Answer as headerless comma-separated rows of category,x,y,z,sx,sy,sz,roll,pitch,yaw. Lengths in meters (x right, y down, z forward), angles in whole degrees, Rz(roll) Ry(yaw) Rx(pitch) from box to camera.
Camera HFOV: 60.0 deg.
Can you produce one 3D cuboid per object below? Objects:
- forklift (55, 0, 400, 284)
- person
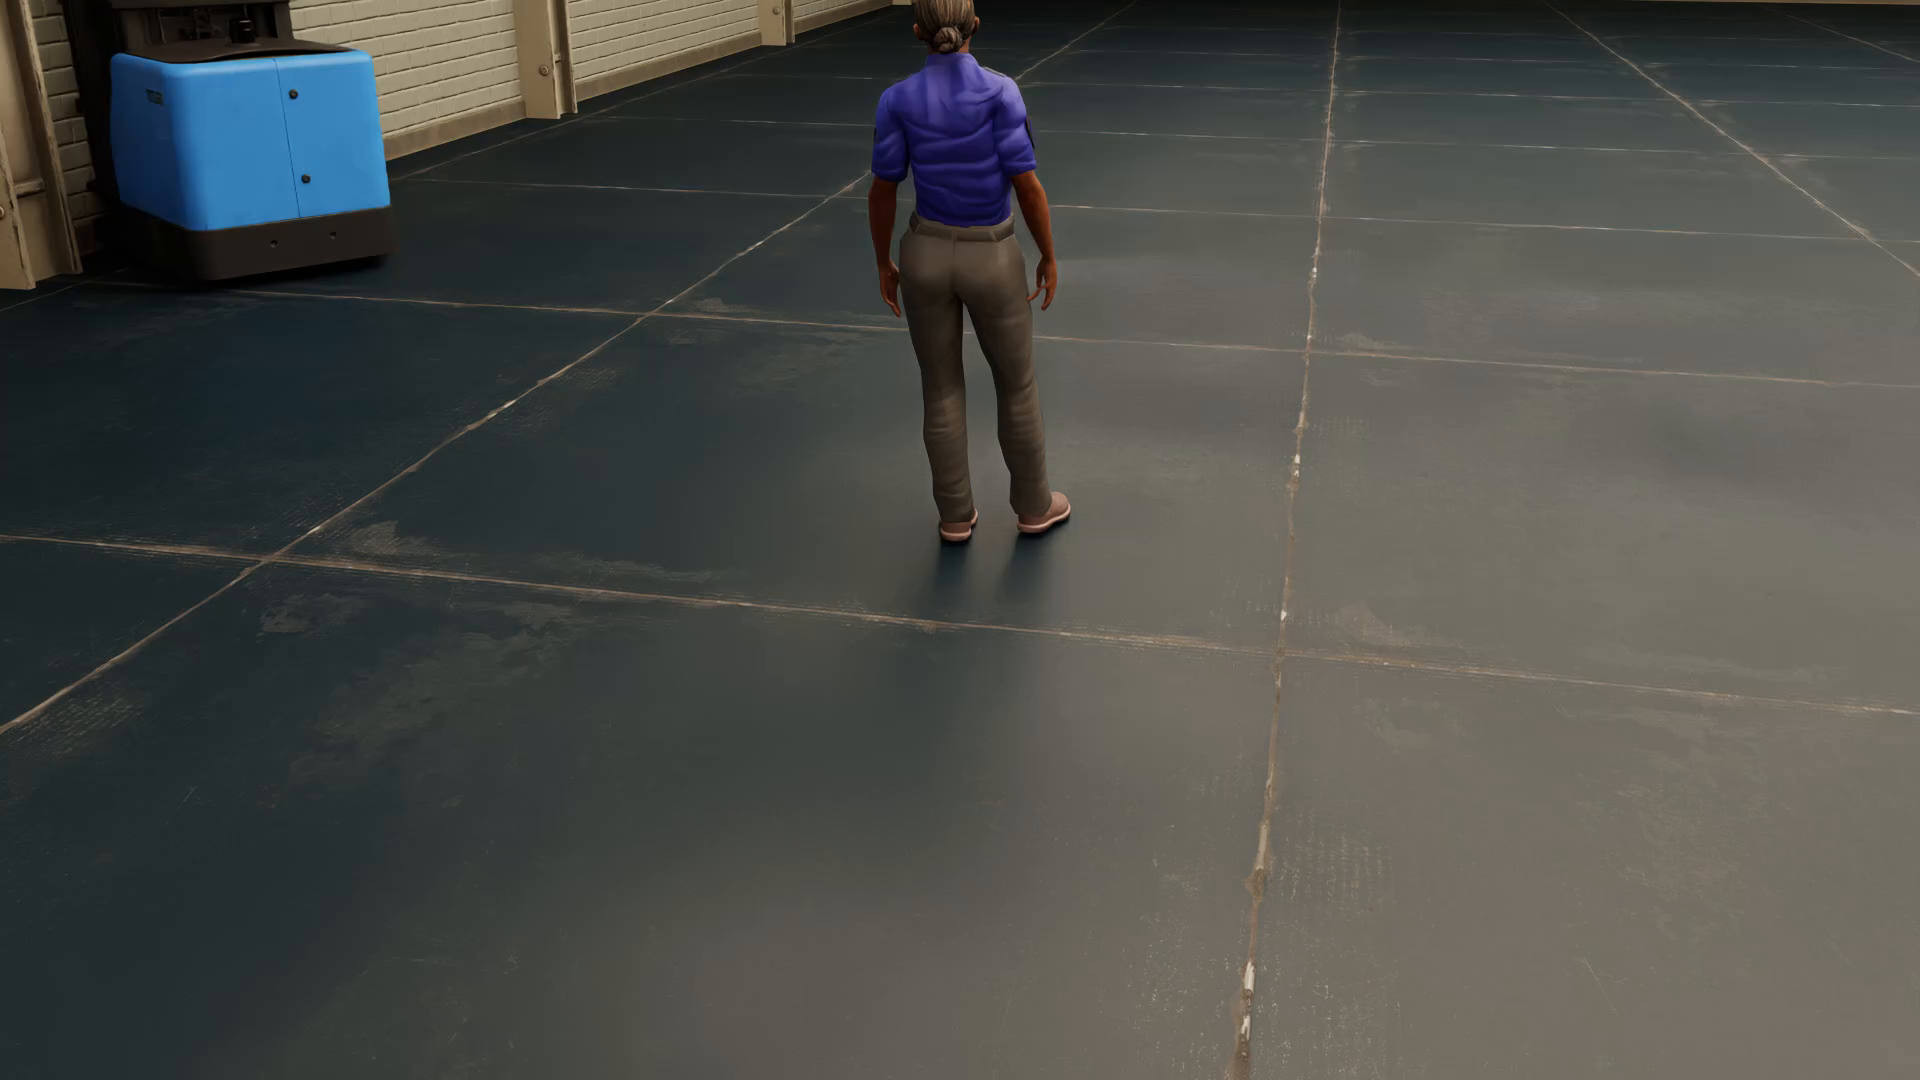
forklift,-4.286,-3.079,8.818,1.130,2.935,3.031,-19,29,-39
person,0.038,-0.803,4.909,0.569,1.654,0.504,5,23,11
